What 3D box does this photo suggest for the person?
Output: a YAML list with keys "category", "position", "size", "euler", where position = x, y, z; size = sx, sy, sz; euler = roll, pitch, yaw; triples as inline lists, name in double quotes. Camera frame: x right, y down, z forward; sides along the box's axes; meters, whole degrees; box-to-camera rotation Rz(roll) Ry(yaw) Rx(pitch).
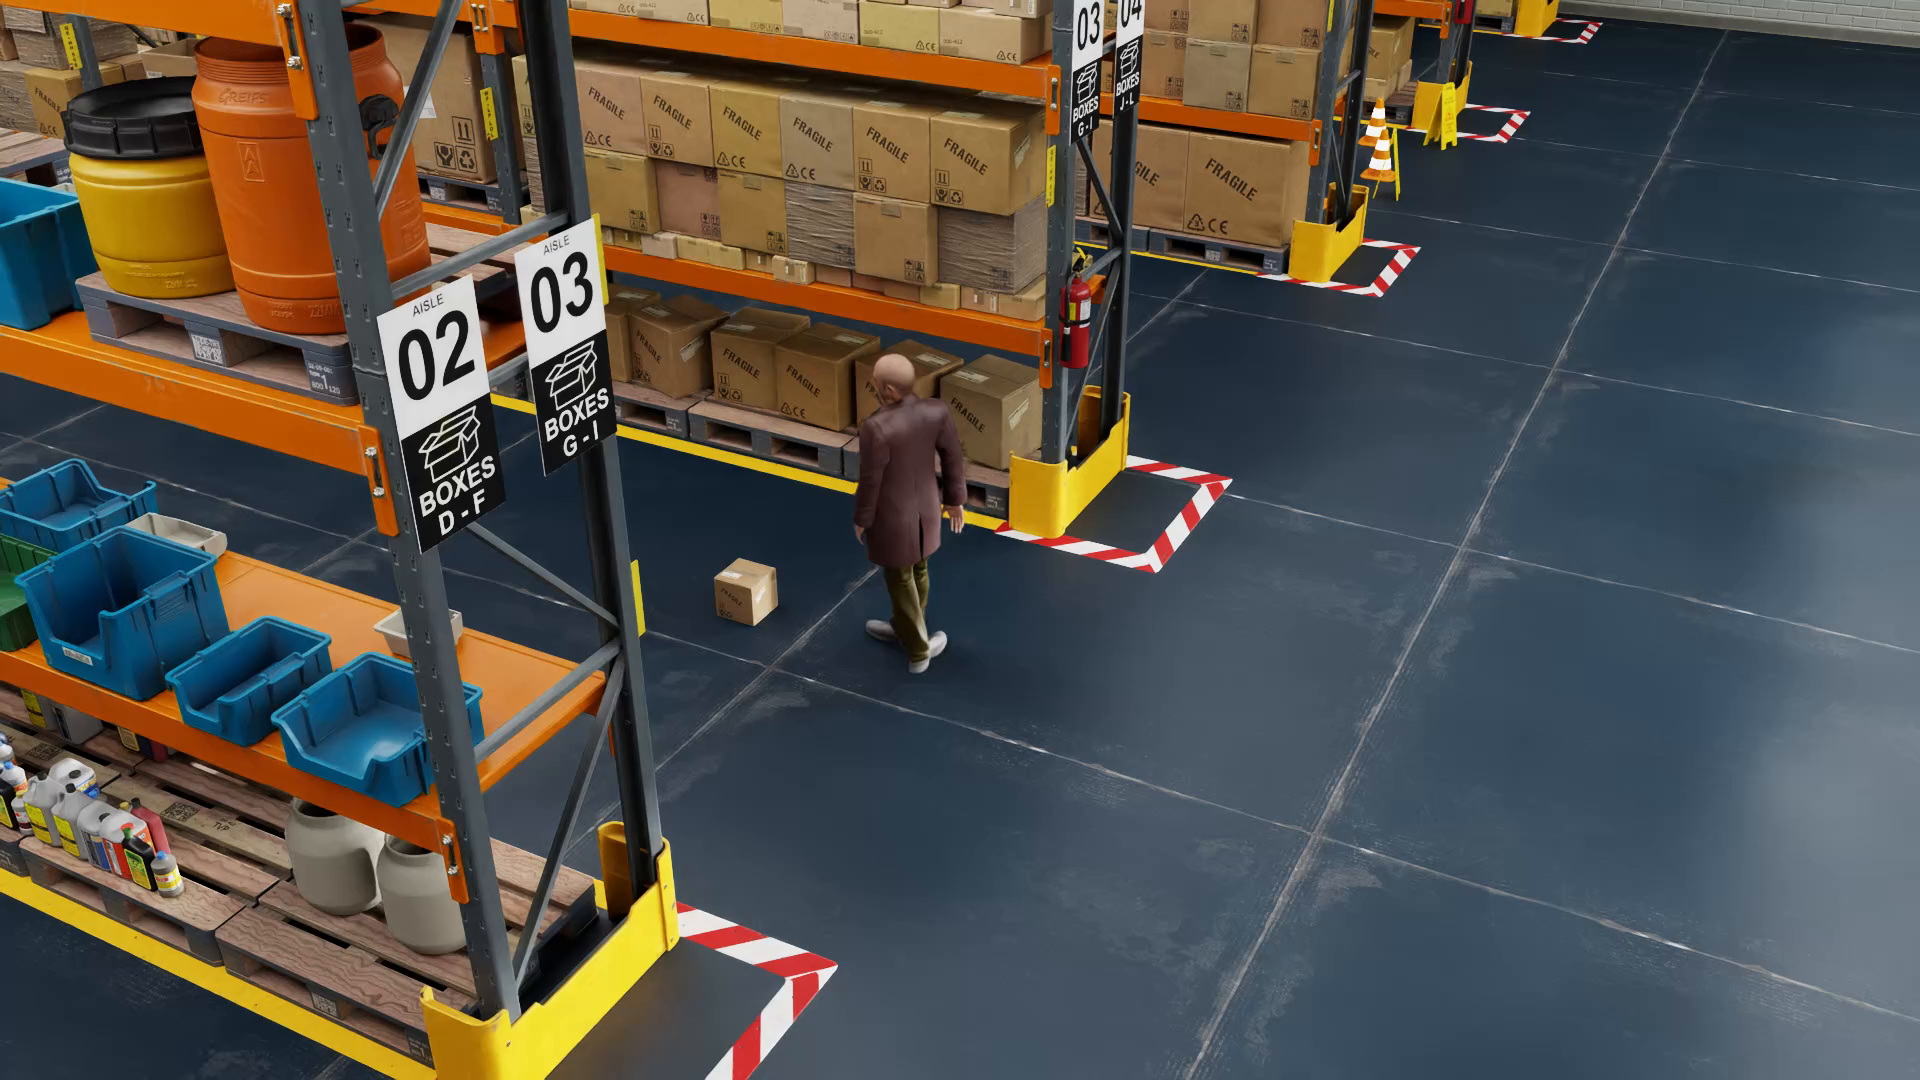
- category: "person"
  position: [-0.308, -0.172, 8.614]
  size: [0.629, 1.774, 0.550]
  euler: [-19, 35, -30]
